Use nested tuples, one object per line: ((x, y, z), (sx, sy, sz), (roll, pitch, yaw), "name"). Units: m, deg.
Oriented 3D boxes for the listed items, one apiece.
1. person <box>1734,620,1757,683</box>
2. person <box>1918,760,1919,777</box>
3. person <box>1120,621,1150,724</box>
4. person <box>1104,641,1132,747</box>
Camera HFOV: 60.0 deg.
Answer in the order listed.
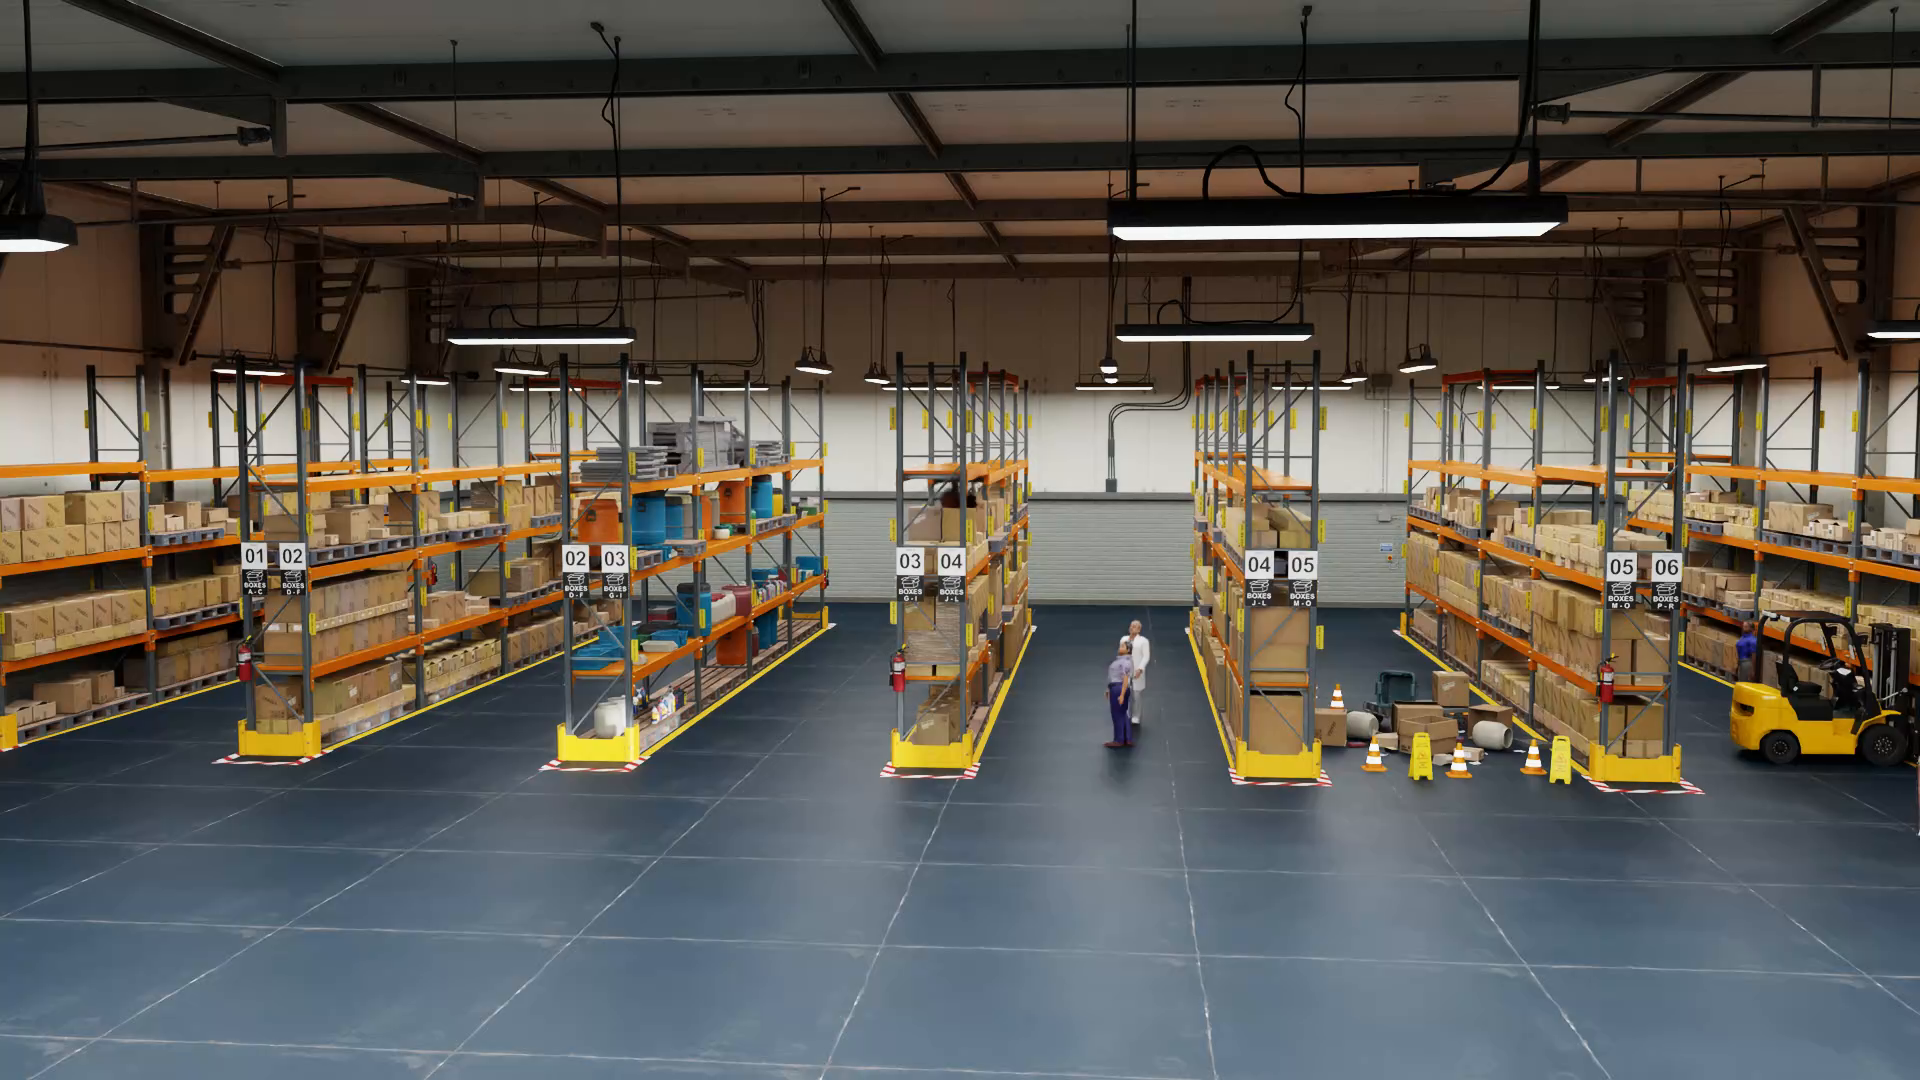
((13.337, 2.181, 28.194), (0.404, 1.663, 0.486), (2, 4, 24), "person")
((11.724, 2.735, 19.916), (0.484, 1.665, 0.437), (-3, 5, -40), "person")
((2.822, 2.201, 27.137), (0.549, 1.725, 0.976), (1, 4, 8), "person")
((2.437, 2.371, 25.633), (0.439, 1.620, 0.522), (1, 4, 10), "person")
